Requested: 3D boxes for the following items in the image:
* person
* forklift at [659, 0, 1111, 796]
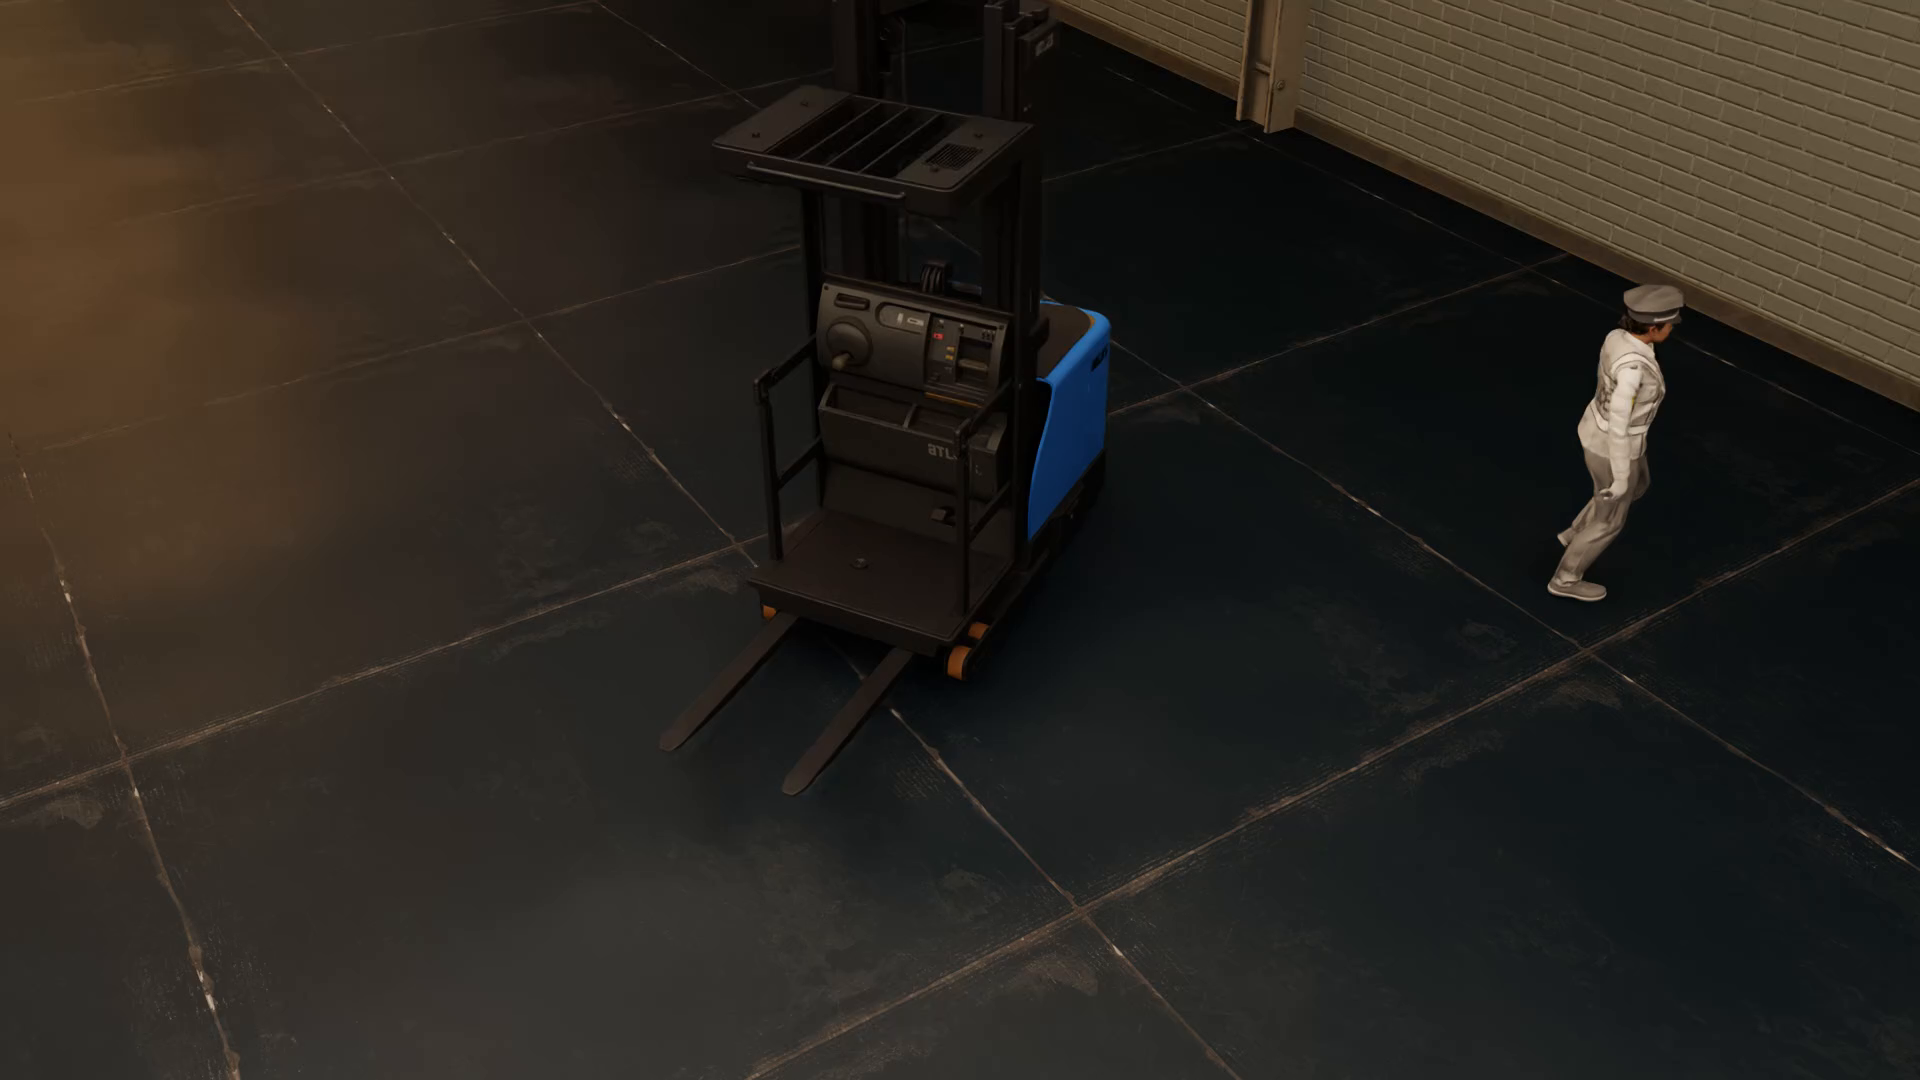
[{"bbox_3d":[3.154,-0.440,7.890,0.440,1.653,0.610,4,35,6],"label":"person"},{"bbox_3d":[-0.316,-0.834,7.334,1.130,2.935,3.031,16,38,21],"label":"forklift"}]
